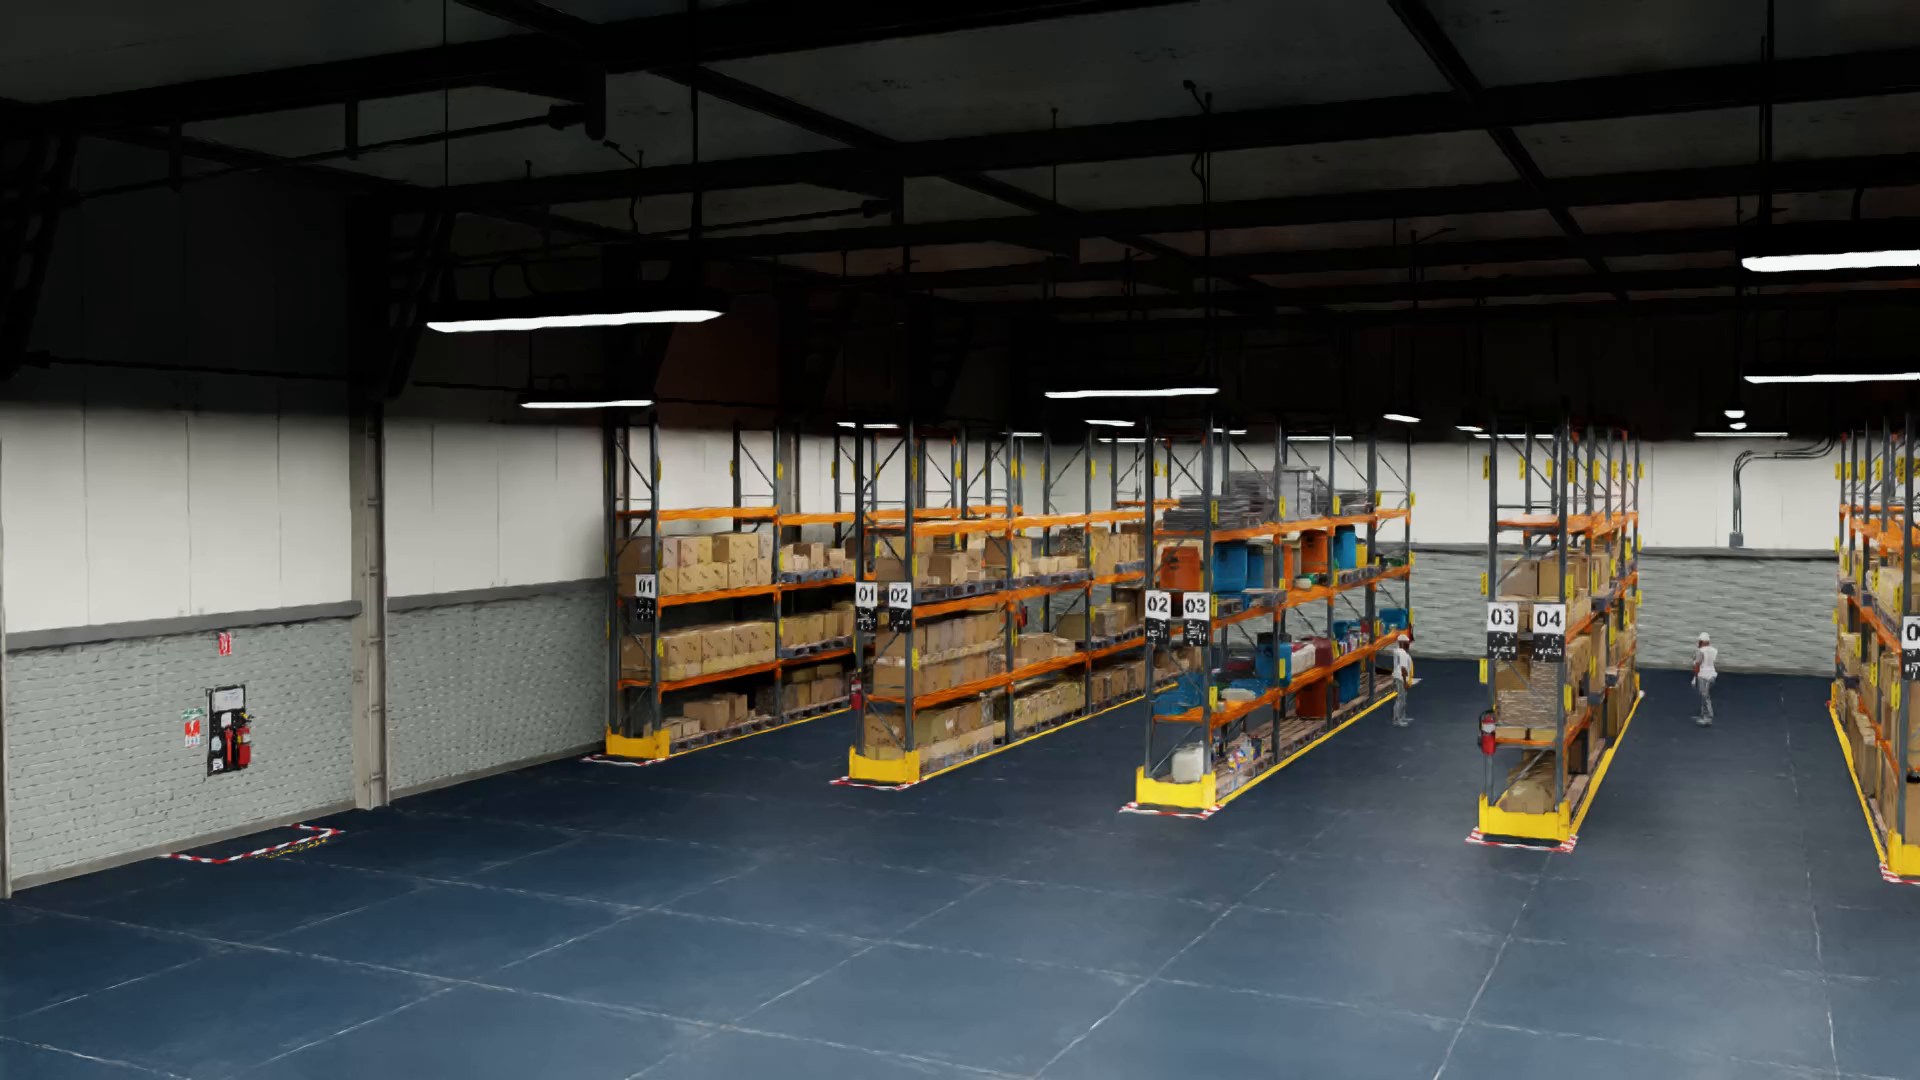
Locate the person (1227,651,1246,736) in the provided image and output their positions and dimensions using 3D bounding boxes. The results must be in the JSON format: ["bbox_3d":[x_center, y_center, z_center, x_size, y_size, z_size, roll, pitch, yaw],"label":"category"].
[{"bbox_3d":[5.183,2.879,31.261,0.639,1.632,0.512,1,3,25],"label":"person"}]

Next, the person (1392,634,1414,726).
[{"bbox_3d":[8.707,2.726,32.587,0.469,1.765,0.642,0,2,4],"label":"person"}]

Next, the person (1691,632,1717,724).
[{"bbox_3d":[14.678,2.713,32.844,0.665,1.782,0.584,-2,3,-37],"label":"person"}]
